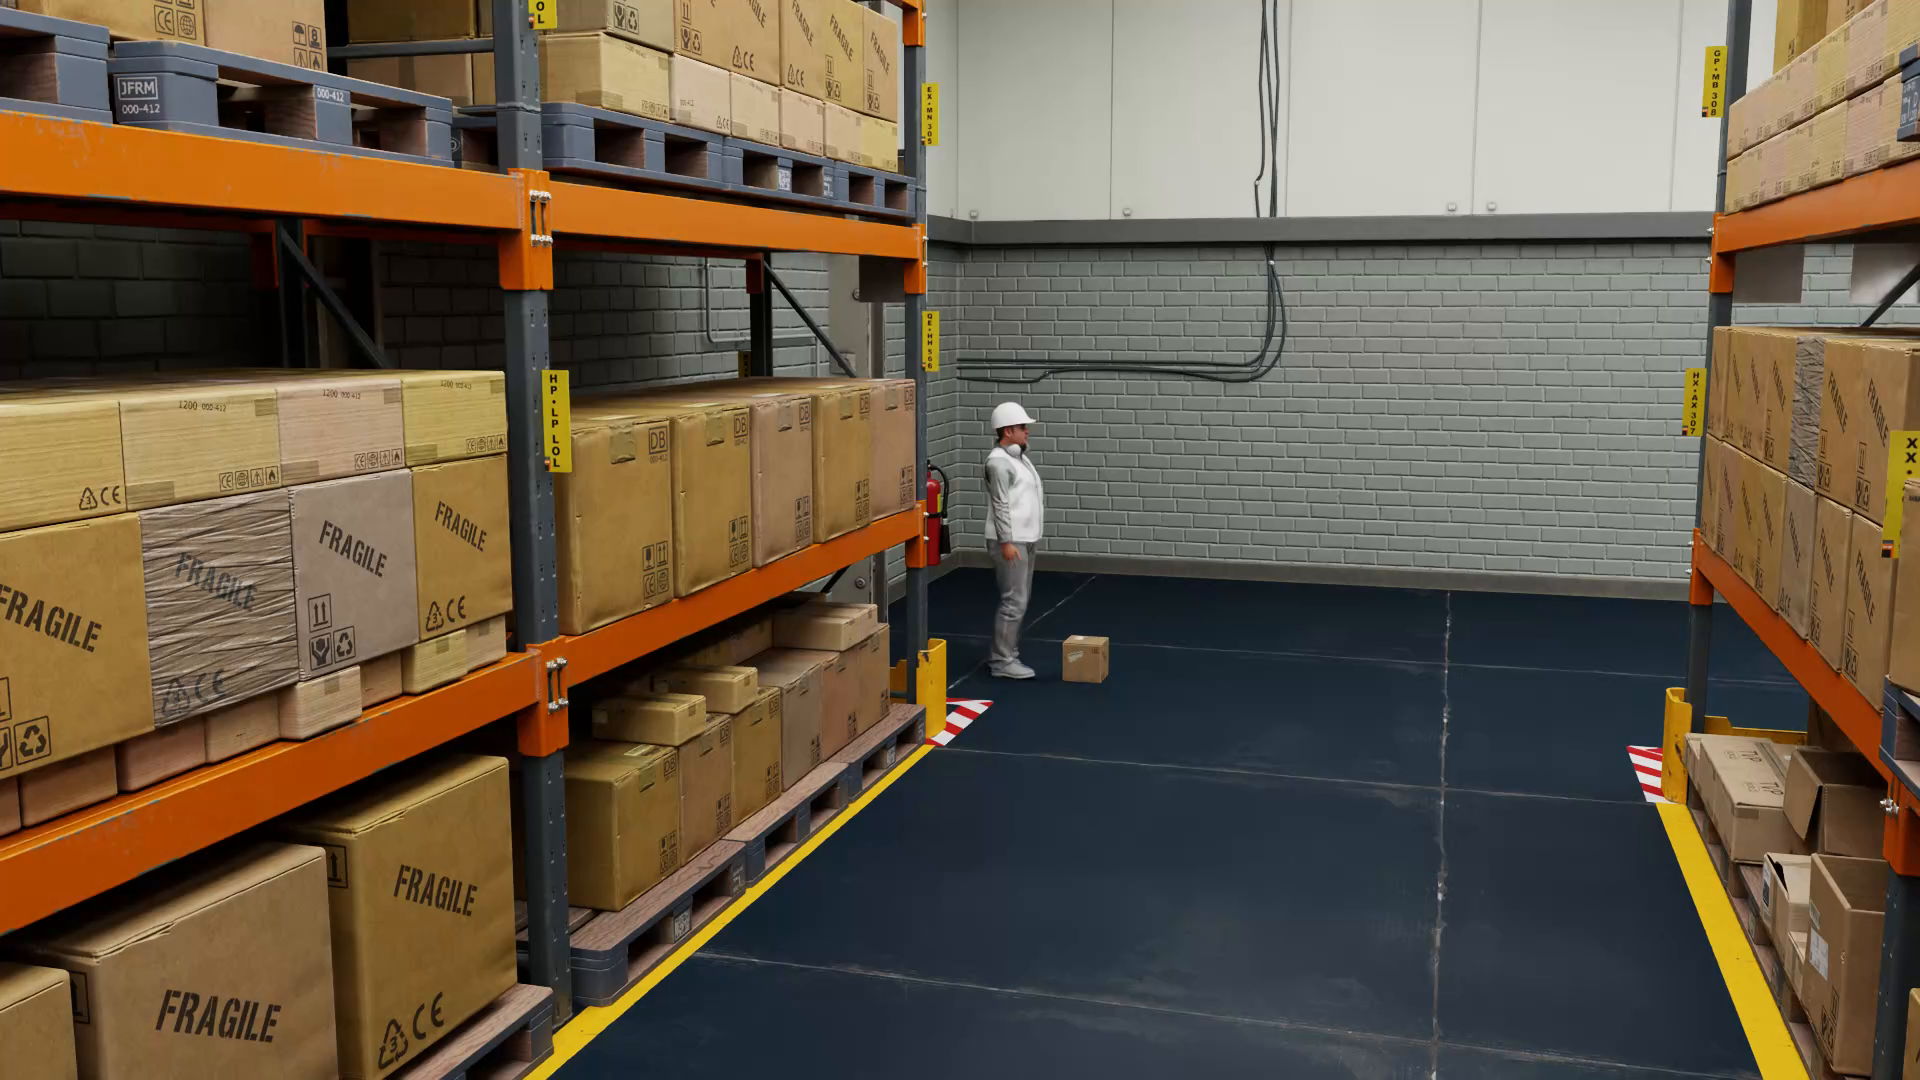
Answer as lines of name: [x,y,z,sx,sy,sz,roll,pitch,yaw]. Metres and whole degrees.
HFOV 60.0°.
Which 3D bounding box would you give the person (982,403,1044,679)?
person: [0.353,0.018,10.777,0.366,1.811,0.532,3,9,17]
